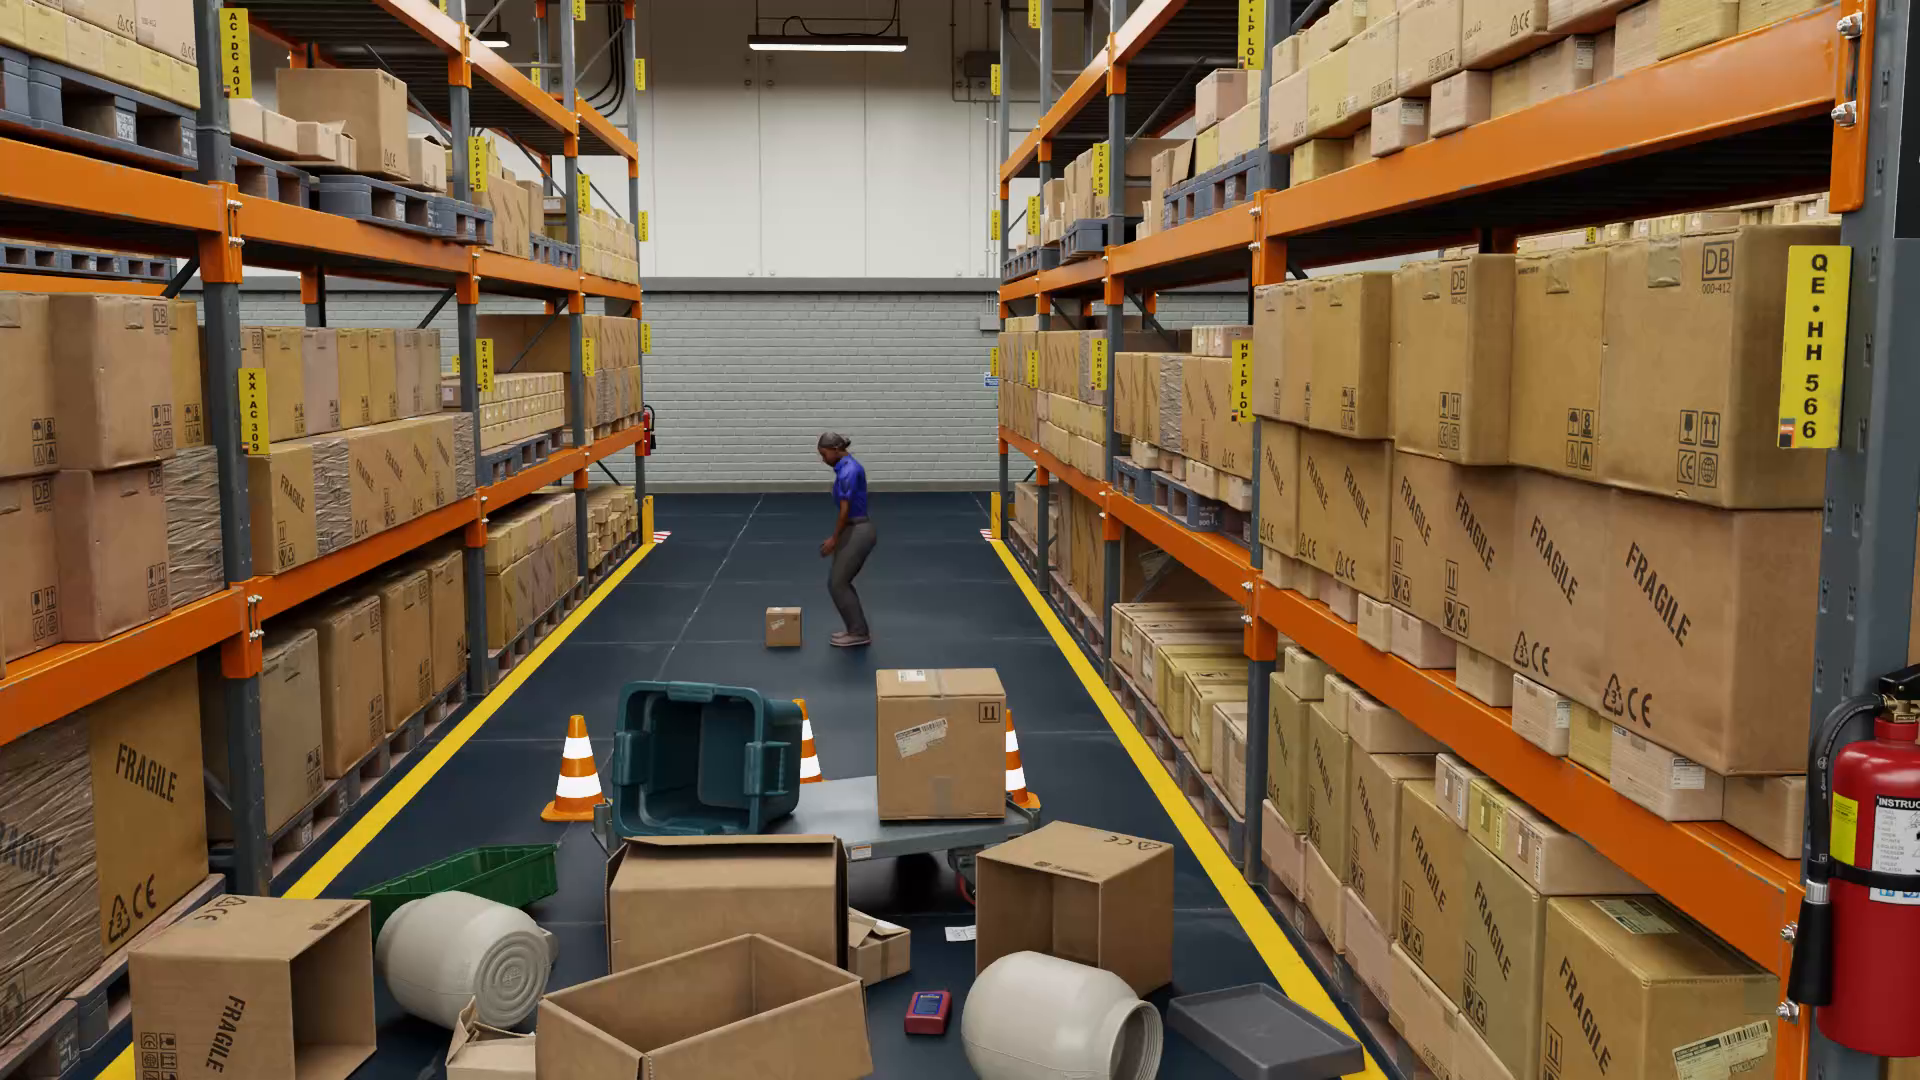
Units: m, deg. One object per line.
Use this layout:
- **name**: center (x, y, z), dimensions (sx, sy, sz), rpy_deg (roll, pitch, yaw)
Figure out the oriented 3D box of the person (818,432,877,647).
- **person**: center (-0.823, -0.007, 12.227), dimensions (0.430, 1.575, 0.469), rpy_deg (0, 7, -2)
